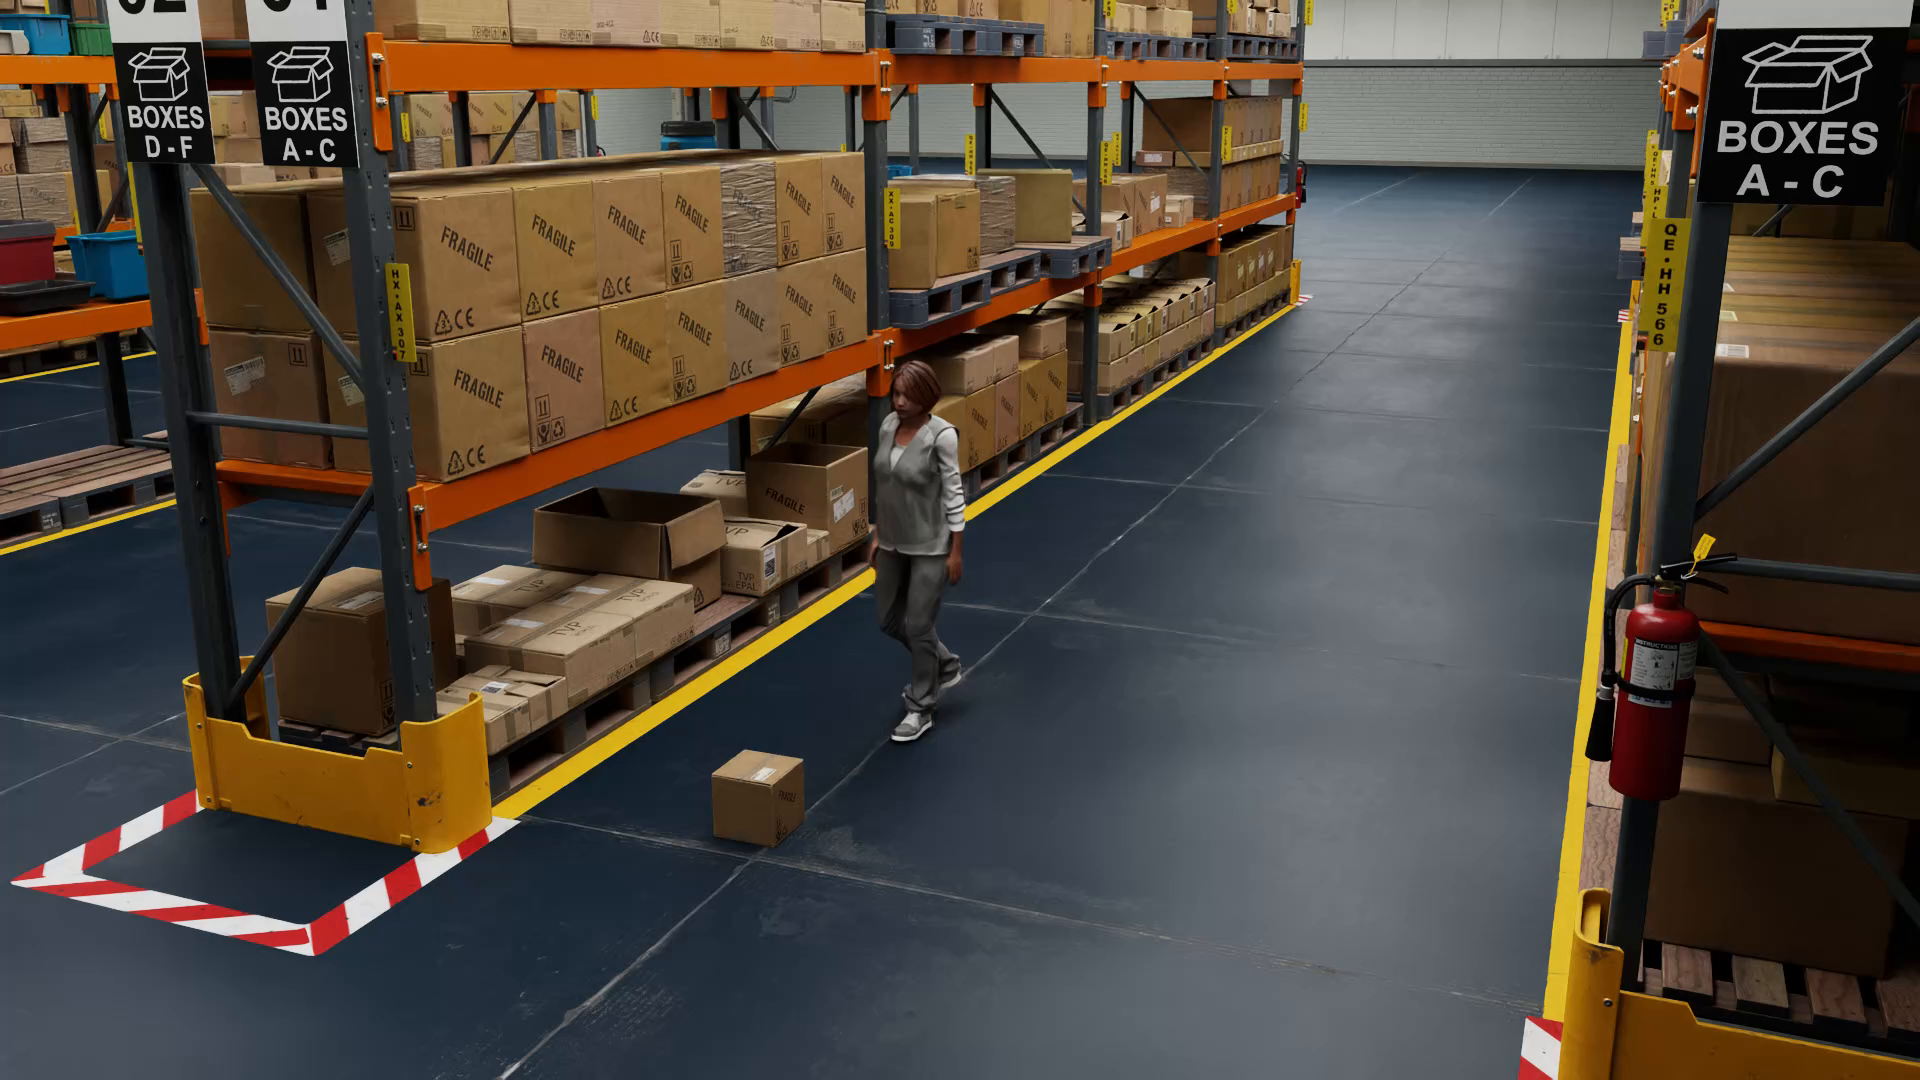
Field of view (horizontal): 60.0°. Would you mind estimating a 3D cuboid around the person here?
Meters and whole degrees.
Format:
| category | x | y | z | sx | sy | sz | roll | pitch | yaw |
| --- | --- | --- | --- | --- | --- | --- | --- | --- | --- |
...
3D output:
| category | x | y | z | sx | sy | sz | roll | pitch | yaw |
| --- | --- | --- | --- | --- | --- | --- | --- | --- | --- |
| person | -0.146 | 0.028 | 6.935 | 0.437 | 1.595 | 0.512 | 13 | 20 | 39 |
